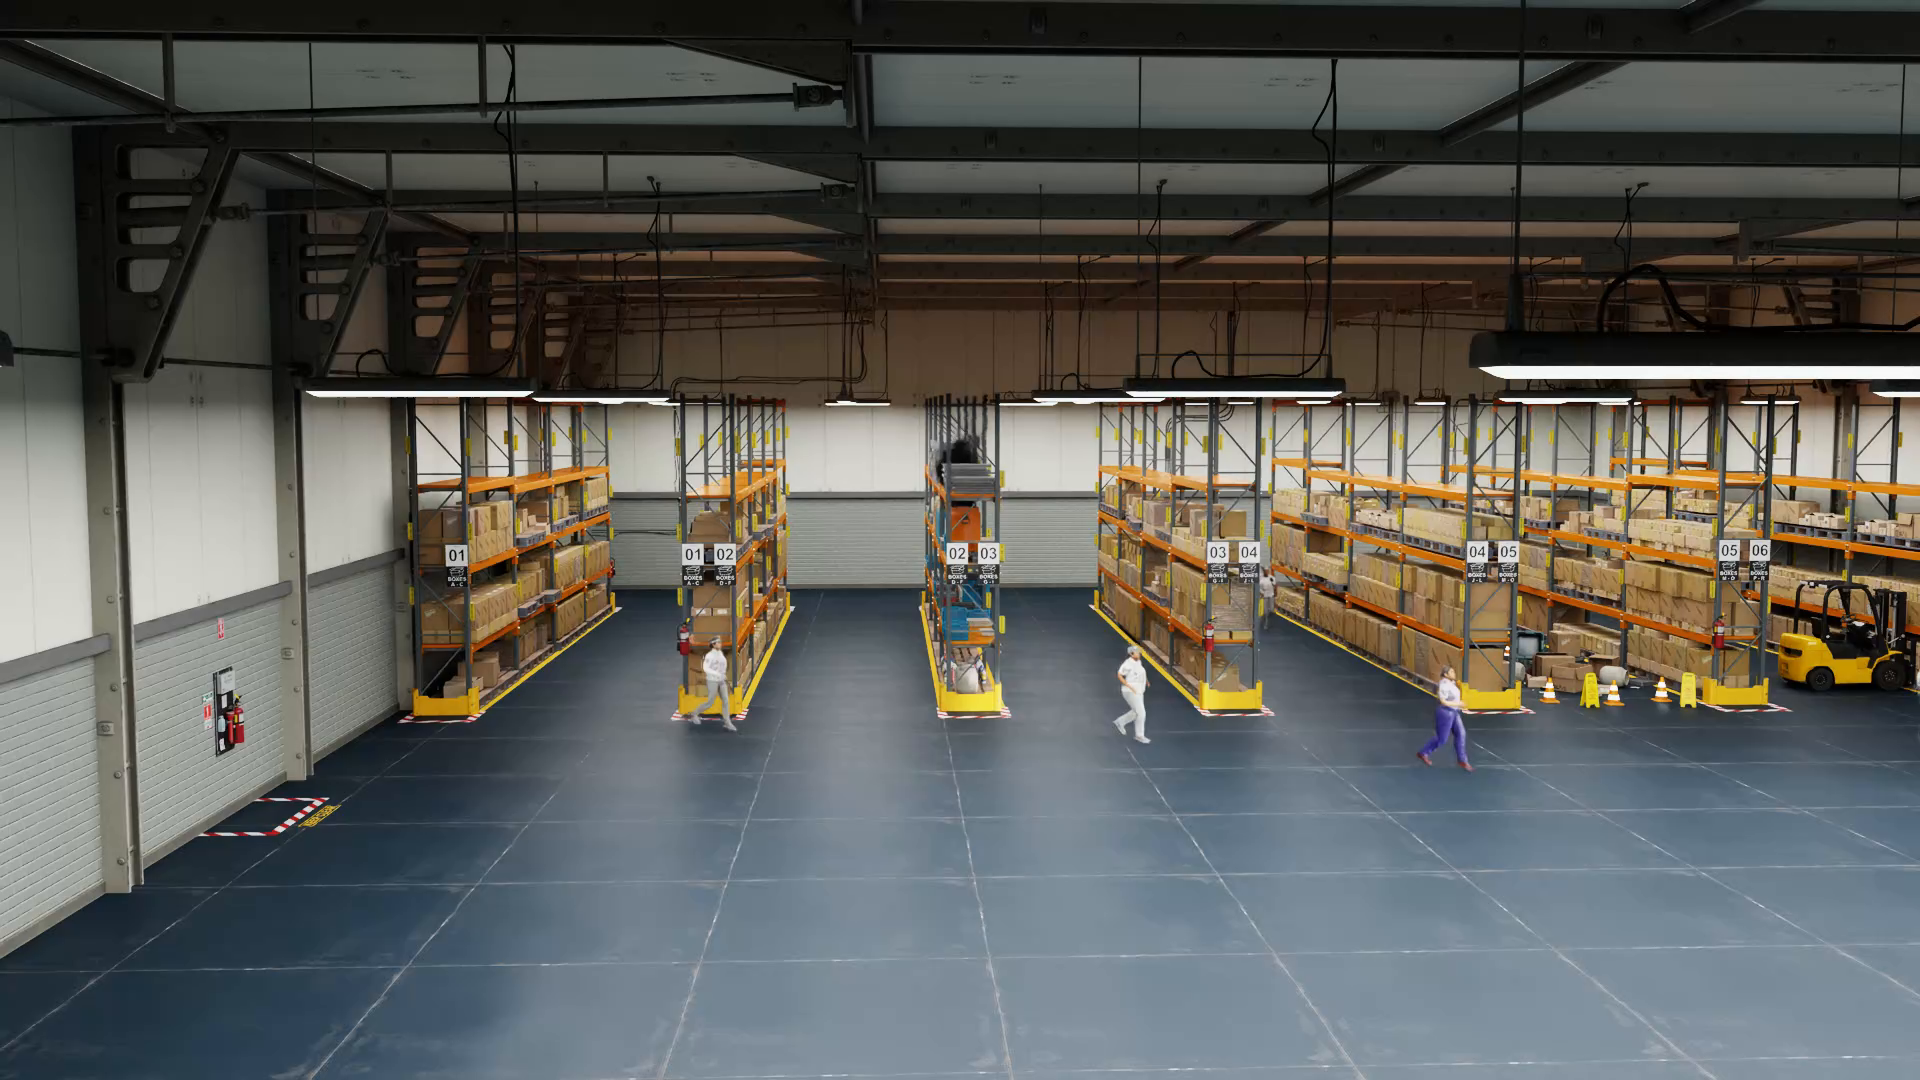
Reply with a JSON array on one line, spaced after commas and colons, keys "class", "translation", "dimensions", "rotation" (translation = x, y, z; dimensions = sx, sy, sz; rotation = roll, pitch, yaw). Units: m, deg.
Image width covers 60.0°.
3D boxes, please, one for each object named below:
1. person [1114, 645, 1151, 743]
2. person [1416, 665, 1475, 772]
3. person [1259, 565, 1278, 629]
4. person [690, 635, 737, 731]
[{"class": "person", "translation": [2.964, 2.640, 28.667], "dimensions": [0.715, 1.663, 0.613], "rotation": [3, 5, 29]}, {"class": "person", "translation": [7.720, 2.827, 26.388], "dimensions": [0.898, 1.668, 0.614], "rotation": [3, 5, 32]}, {"class": "person", "translation": [7.998, 1.484, 43.259], "dimensions": [0.586, 1.664, 0.479], "rotation": [0, 5, 0]}, {"class": "person", "translation": [-4.357, 2.537, 29.693], "dimensions": [0.951, 1.676, 0.655], "rotation": [2, 5, 27]}]
